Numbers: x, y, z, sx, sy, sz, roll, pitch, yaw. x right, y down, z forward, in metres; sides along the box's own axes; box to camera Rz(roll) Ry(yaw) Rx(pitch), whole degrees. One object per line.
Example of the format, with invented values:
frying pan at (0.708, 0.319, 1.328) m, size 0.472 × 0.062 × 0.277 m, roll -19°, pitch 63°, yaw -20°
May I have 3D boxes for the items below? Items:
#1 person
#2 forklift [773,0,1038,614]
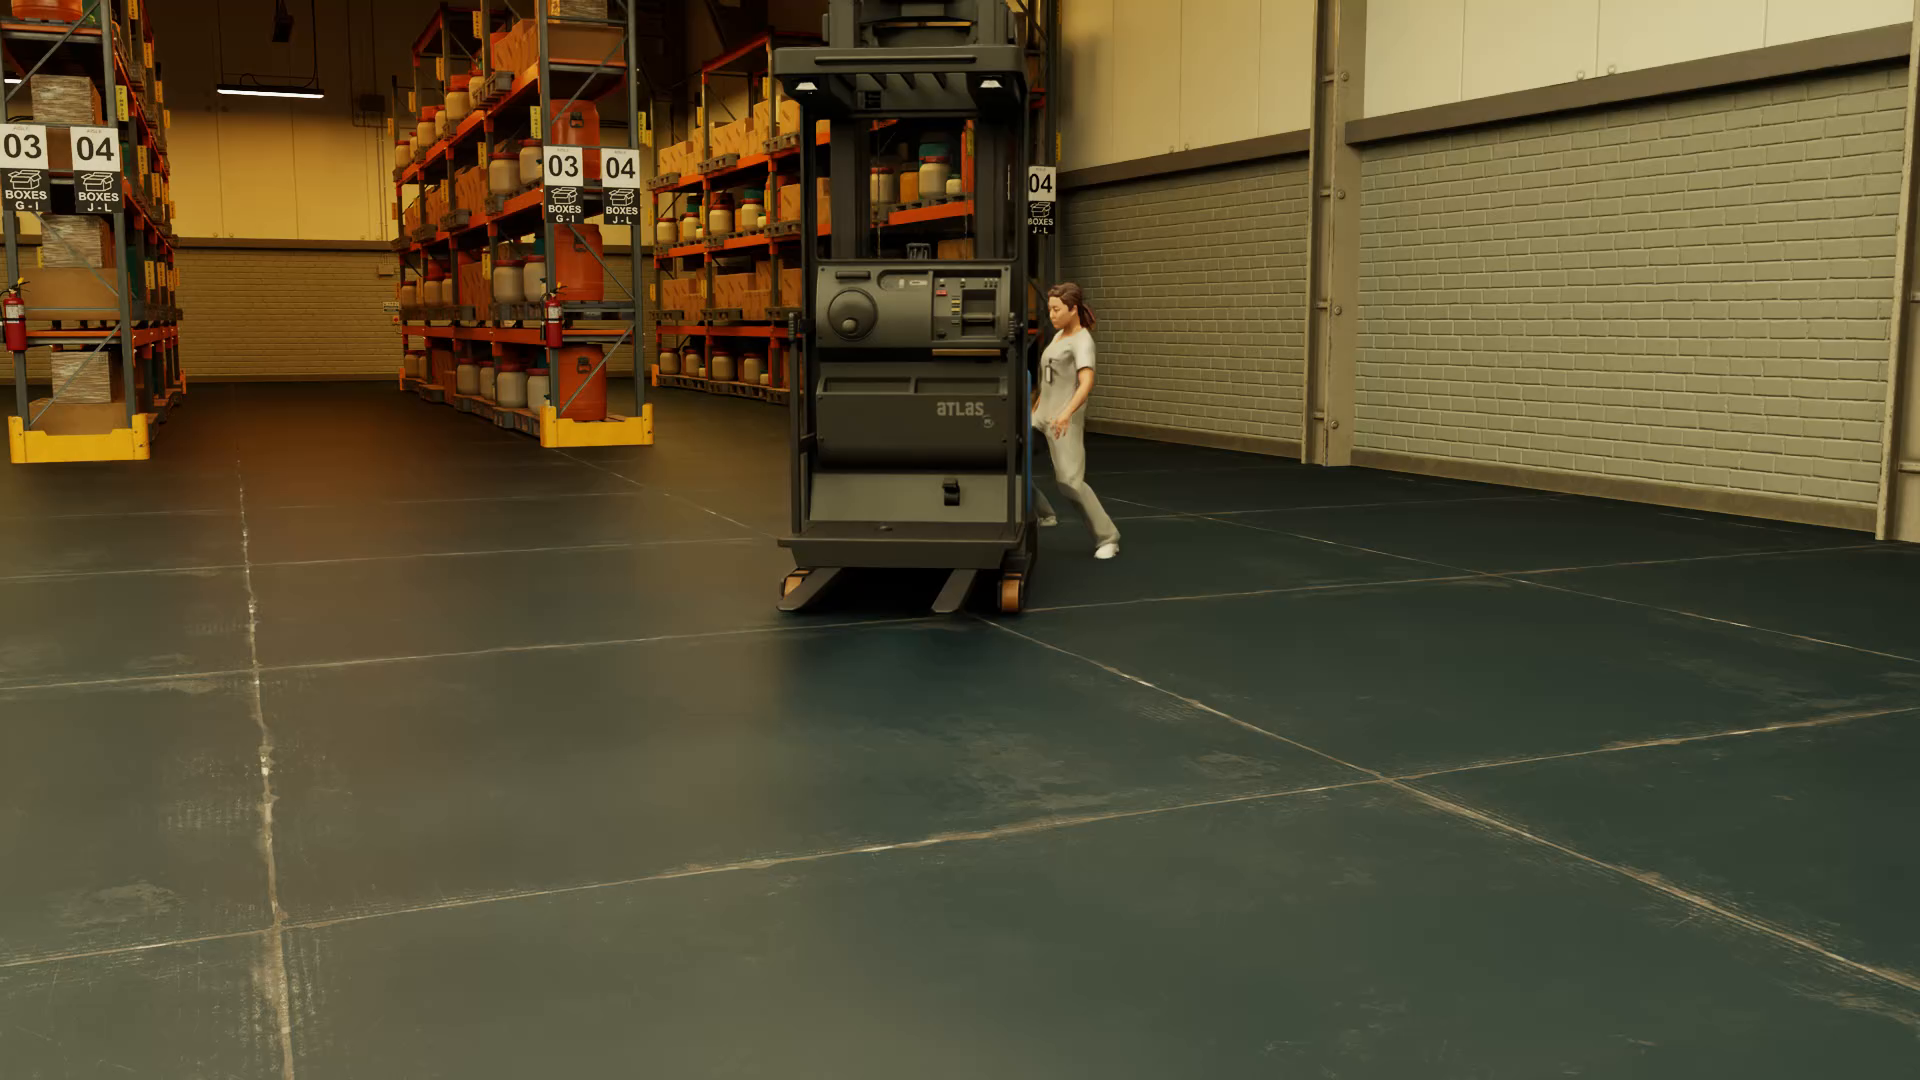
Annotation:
person at (0.570, -0.696, 9.595) m, size 0.623 × 1.565 × 0.837 m, roll -2°, pitch 8°, yaw -18°
forklift at (-0.237, -1.158, 7.722) m, size 1.130 × 2.935 × 3.031 m, roll 1°, pitch 8°, yaw 5°
